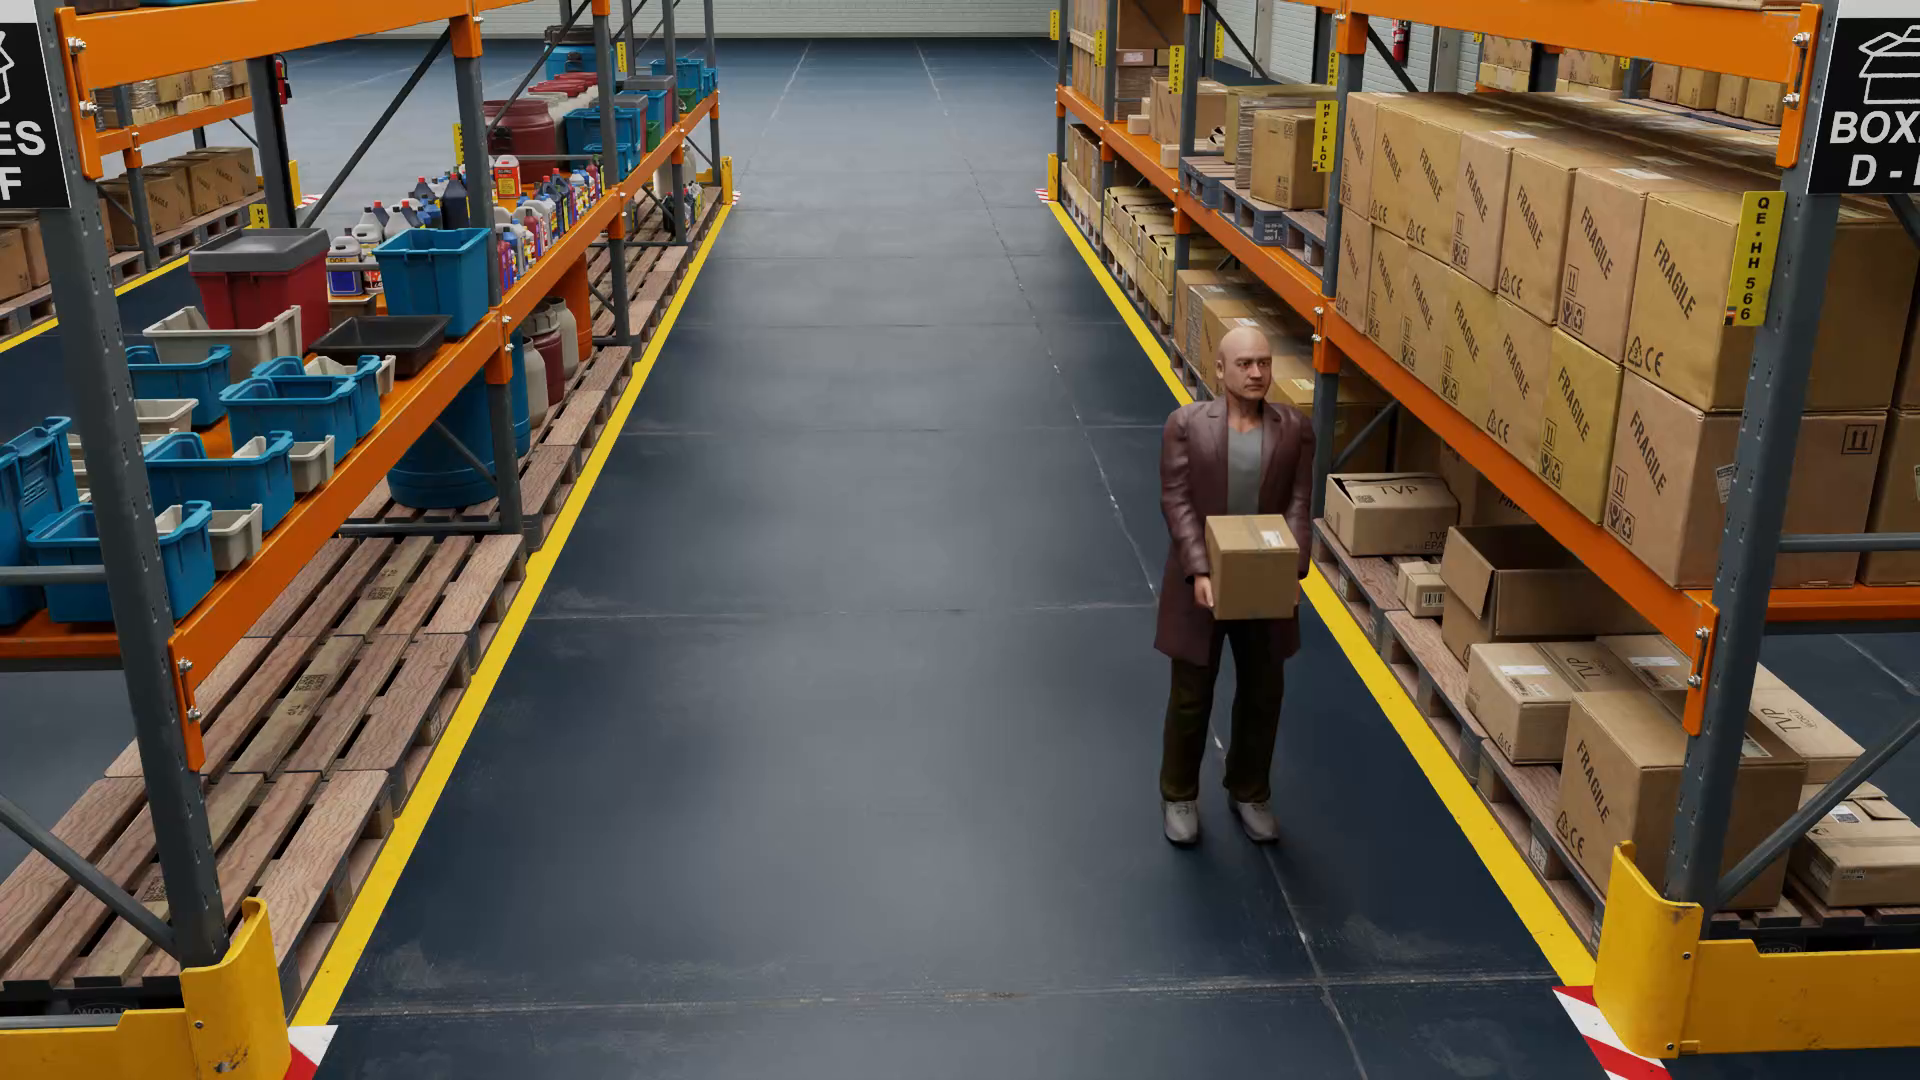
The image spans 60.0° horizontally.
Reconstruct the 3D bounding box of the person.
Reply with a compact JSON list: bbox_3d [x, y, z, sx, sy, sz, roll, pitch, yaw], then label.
[{"bbox_3d":[0.928,0.195,5.572,0.531,1.769,0.555,-1,20,-3],"label":"person"}]
